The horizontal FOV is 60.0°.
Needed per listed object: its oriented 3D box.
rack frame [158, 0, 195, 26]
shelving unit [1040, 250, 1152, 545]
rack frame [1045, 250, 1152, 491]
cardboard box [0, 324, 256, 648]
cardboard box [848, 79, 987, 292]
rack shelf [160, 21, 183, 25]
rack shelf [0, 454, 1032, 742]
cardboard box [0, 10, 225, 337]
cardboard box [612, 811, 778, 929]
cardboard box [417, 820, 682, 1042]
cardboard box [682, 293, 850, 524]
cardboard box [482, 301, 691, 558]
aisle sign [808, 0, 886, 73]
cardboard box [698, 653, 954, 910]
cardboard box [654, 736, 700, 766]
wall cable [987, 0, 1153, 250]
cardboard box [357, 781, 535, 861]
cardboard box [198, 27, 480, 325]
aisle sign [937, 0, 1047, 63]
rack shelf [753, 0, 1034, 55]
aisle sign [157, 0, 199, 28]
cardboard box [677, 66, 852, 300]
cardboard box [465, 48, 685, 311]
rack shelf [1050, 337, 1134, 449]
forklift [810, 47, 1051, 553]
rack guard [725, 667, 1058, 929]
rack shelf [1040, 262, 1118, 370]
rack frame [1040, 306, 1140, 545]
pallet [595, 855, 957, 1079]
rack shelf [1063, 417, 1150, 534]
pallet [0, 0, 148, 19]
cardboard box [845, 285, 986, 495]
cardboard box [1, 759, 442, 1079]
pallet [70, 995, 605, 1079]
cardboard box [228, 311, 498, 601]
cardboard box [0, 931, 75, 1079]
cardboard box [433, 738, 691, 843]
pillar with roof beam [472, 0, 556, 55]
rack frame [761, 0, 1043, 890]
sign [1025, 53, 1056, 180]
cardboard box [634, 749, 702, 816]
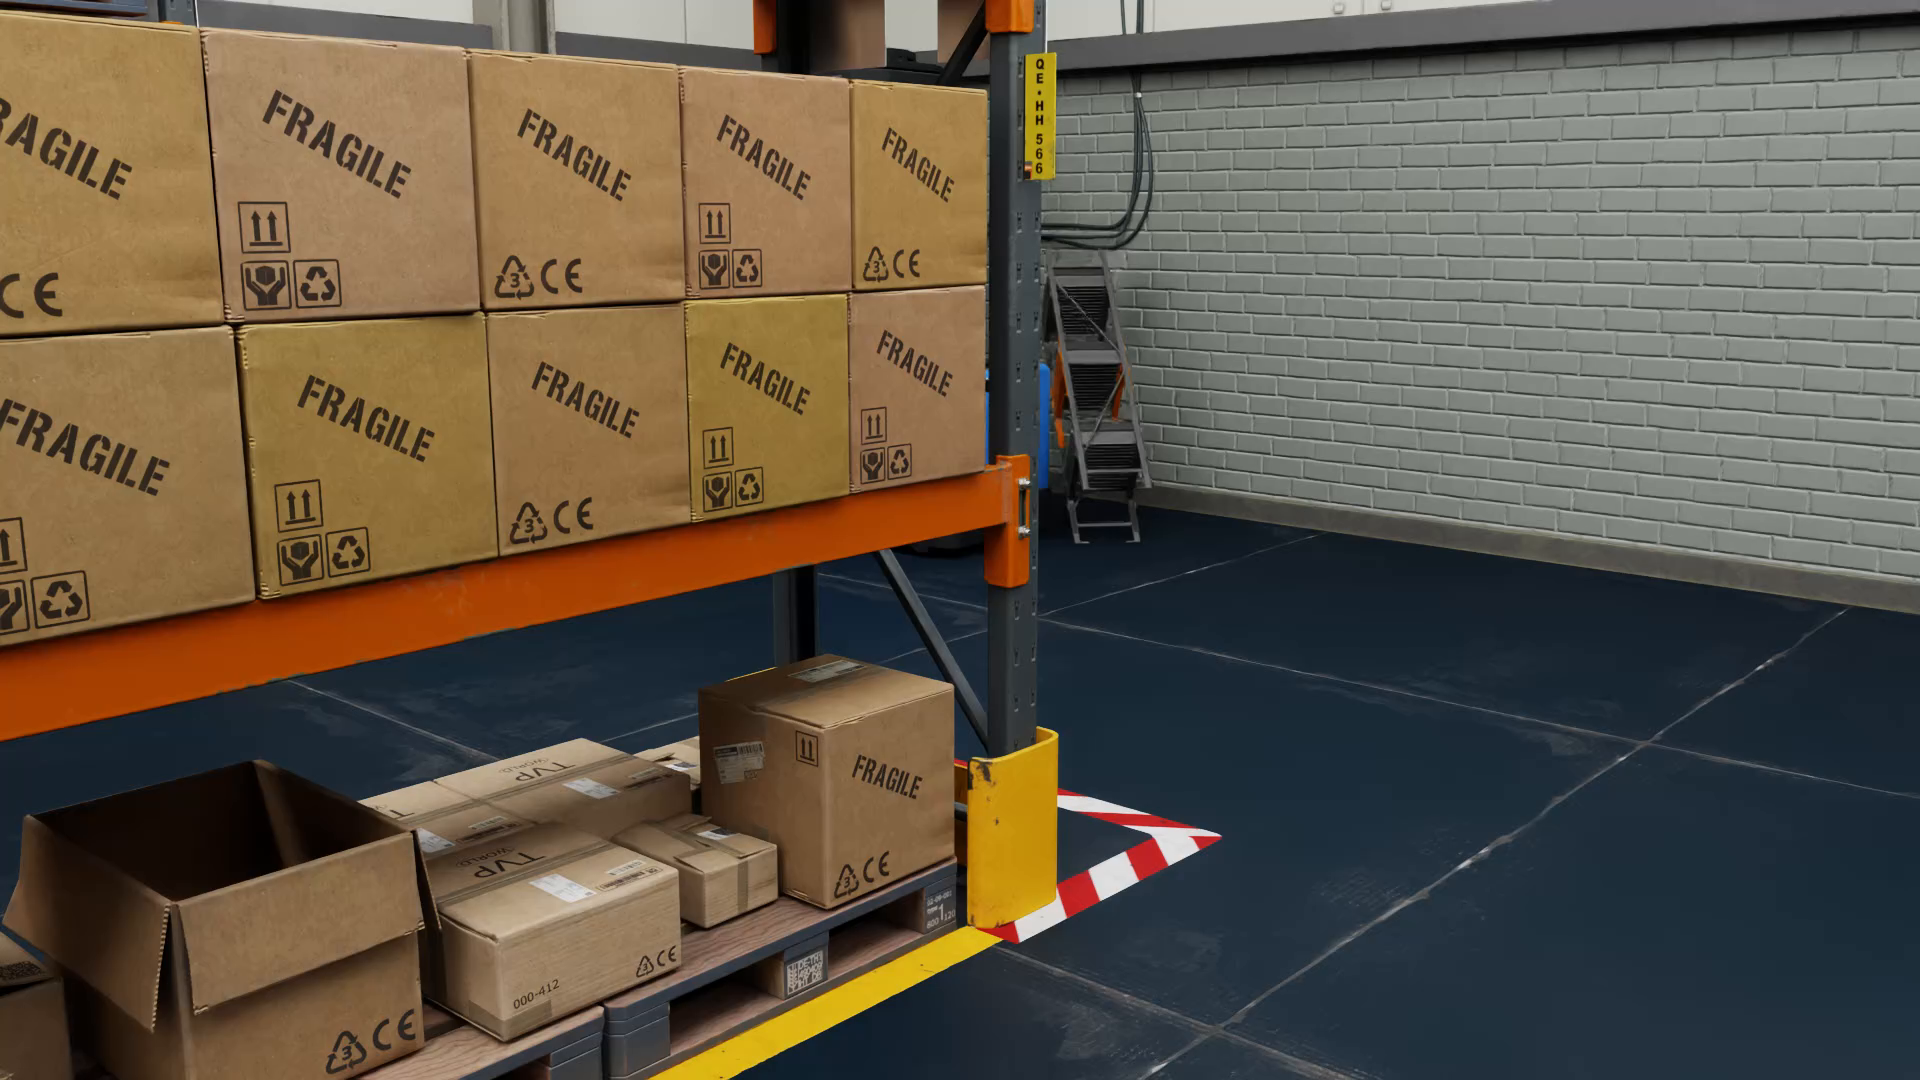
[{"bbox_3d":[-3.914,-1.118,8.148,1.000,3.000,0.127,10,15,40],"label":"rack frame"},{"bbox_3d":[0.824,-0.942,10.501,0.431,0.503,2.100,-1,50,-5],"label":"shelving unit"},{"bbox_3d":[0.836,-1.099,10.314,0.400,0.015,2.100,-1,50,-5],"label":"rack frame"},{"bbox_3d":[-1.622,-0.127,2.933,0.500,0.500,0.500,10,15,40],"label":"cardboard box"},{"bbox_3d":[-0.277,-0.916,4.330,0.500,0.500,0.500,10,15,40],"label":"cardboard box"},{"bbox_3d":[-5.234,-1.941,6.451,1.077,0.370,4.000,10,15,40],"label":"rack shelf"},{"bbox_3d":[-1.510,0.169,3.541,1.077,0.370,4.000,10,15,40],"label":"rack shelf"},{"bbox_3d":[-1.628,-0.613,2.813,0.500,0.500,0.500,9,15,39],"label":"cardboard box"},{"bbox_3d":[-0.699,0.856,4.378,0.380,0.166,0.250,10,15,40],"label":"cardboard box"},{"bbox_3d":[-1.014,0.903,3.930,0.500,0.250,0.500,10,15,40],"label":"cardboard box"},{"bbox_3d":[-0.621,-0.349,4.044,0.500,0.500,0.500,10,15,41],"label":"cardboard box"},{"bbox_3d":[-0.954,-0.276,3.680,0.500,0.500,0.500,10,15,41],"label":"cardboard box"},{"bbox_3d":[-0.366,-1.800,4.930,0.394,0.787,0.004,10,15,40],"label":"aisle sign"},{"bbox_3d":[-0.364,0.644,4.586,0.500,0.500,0.500,10,15,40],"label":"cardboard box"},{"bbox_3d":[-0.725,0.722,5.094,0.380,0.149,0.250,10,15,40],"label":"cardboard box"},{"bbox_3d":[0.088,-3.323,11.799,3.097,2.526,0.112,10,15,40],"label":"wall cable"},{"bbox_3d":[-1.422,0.845,4.217,0.500,0.250,0.500,10,15,40],"label":"cardboard box"},{"bbox_3d":[-1.288,-0.689,3.194,0.500,0.500,0.500,10,15,42],"label":"cardboard box"},{"bbox_3d":[0.085,-1.723,4.541,0.394,0.787,0.004,10,15,40],"label":"aisle sign"},{"bbox_3d":[-1.510,-1.302,3.247,1.077,0.370,4.000,10,15,40],"label":"rack shelf"},{"bbox_3d":[-3.641,-2.364,7.752,0.394,0.787,0.004,10,15,40],"label":"aisle sign"},{"bbox_3d":[-0.610,-0.841,3.958,0.500,0.500,0.500,10,15,42],"label":"cardboard box"},{"bbox_3d":[-0.949,-0.765,3.573,0.500,0.500,0.500,10,15,42],"label":"cardboard box"},{"bbox_3d":[0.825,-0.932,10.493,0.431,0.480,0.518,-1,50,-5],"label":"rack shelf"},{"bbox_3d":[-0.903,-1.571,10.595,3.031,2.935,1.130,9,14,38],"label":"forklift"},{"bbox_3d":[-0.240,0.759,5.133,1.175,0.500,0.348,10,15,40],"label":"rack guard"},{"bbox_3d":[0.773,-1.470,10.938,0.431,0.480,0.518,-1,50,-5],"label":"rack shelf"},{"bbox_3d":[0.811,-0.786,10.688,0.400,0.015,2.100,-1,50,-5],"label":"rack frame"},{"bbox_3d":[-0.766,1.019,4.573,1.003,0.211,1.213,10,15,40],"label":"pallet"},{"bbox_3d":[0.877,-0.394,10.047,0.431,0.480,0.518,-1,50,-5],"label":"rack shelf"},{"bbox_3d":[-4.395,-2.434,7.310,1.003,0.211,1.213,10,15,40],"label":"pallet"},{"bbox_3d":[-0.281,-0.426,4.428,0.500,0.500,0.500,10,15,42],"label":"cardboard box"},{"bbox_3d":[-1.594,0.842,3.586,0.797,0.503,0.637,10,15,40],"label":"cardboard box"},{"bbox_3d":[-1.571,1.197,3.679,1.003,0.211,1.213,10,15,40],"label":"pallet"},{"bbox_3d":[-1.287,-0.202,3.309,0.500,0.500,0.500,9,15,40],"label":"cardboard box"},{"bbox_3d":[-2.172,0.983,3.374,0.500,0.311,0.500,10,15,40],"label":"cardboard box"},{"bbox_3d":[-1.092,0.772,4.585,0.500,0.250,0.500,10,15,40],"label":"cardboard box"},{"bbox_3d":[0.453,-4.012,7.322,9.100,9.000,0.400,10,15,40],"label":"pillar with roof beam"},{"bbox_3d":[-0.190,-0.478,4.944,1.000,3.000,0.127,10,15,40],"label":"rack frame"},{"bbox_3d":[0.214,-1.126,4.426,0.100,0.325,0.005,10,15,40],"label":"sign"},{"bbox_3d":[-0.890,0.750,4.908,0.380,0.166,0.250,10,15,40],"label":"cardboard box"}]
